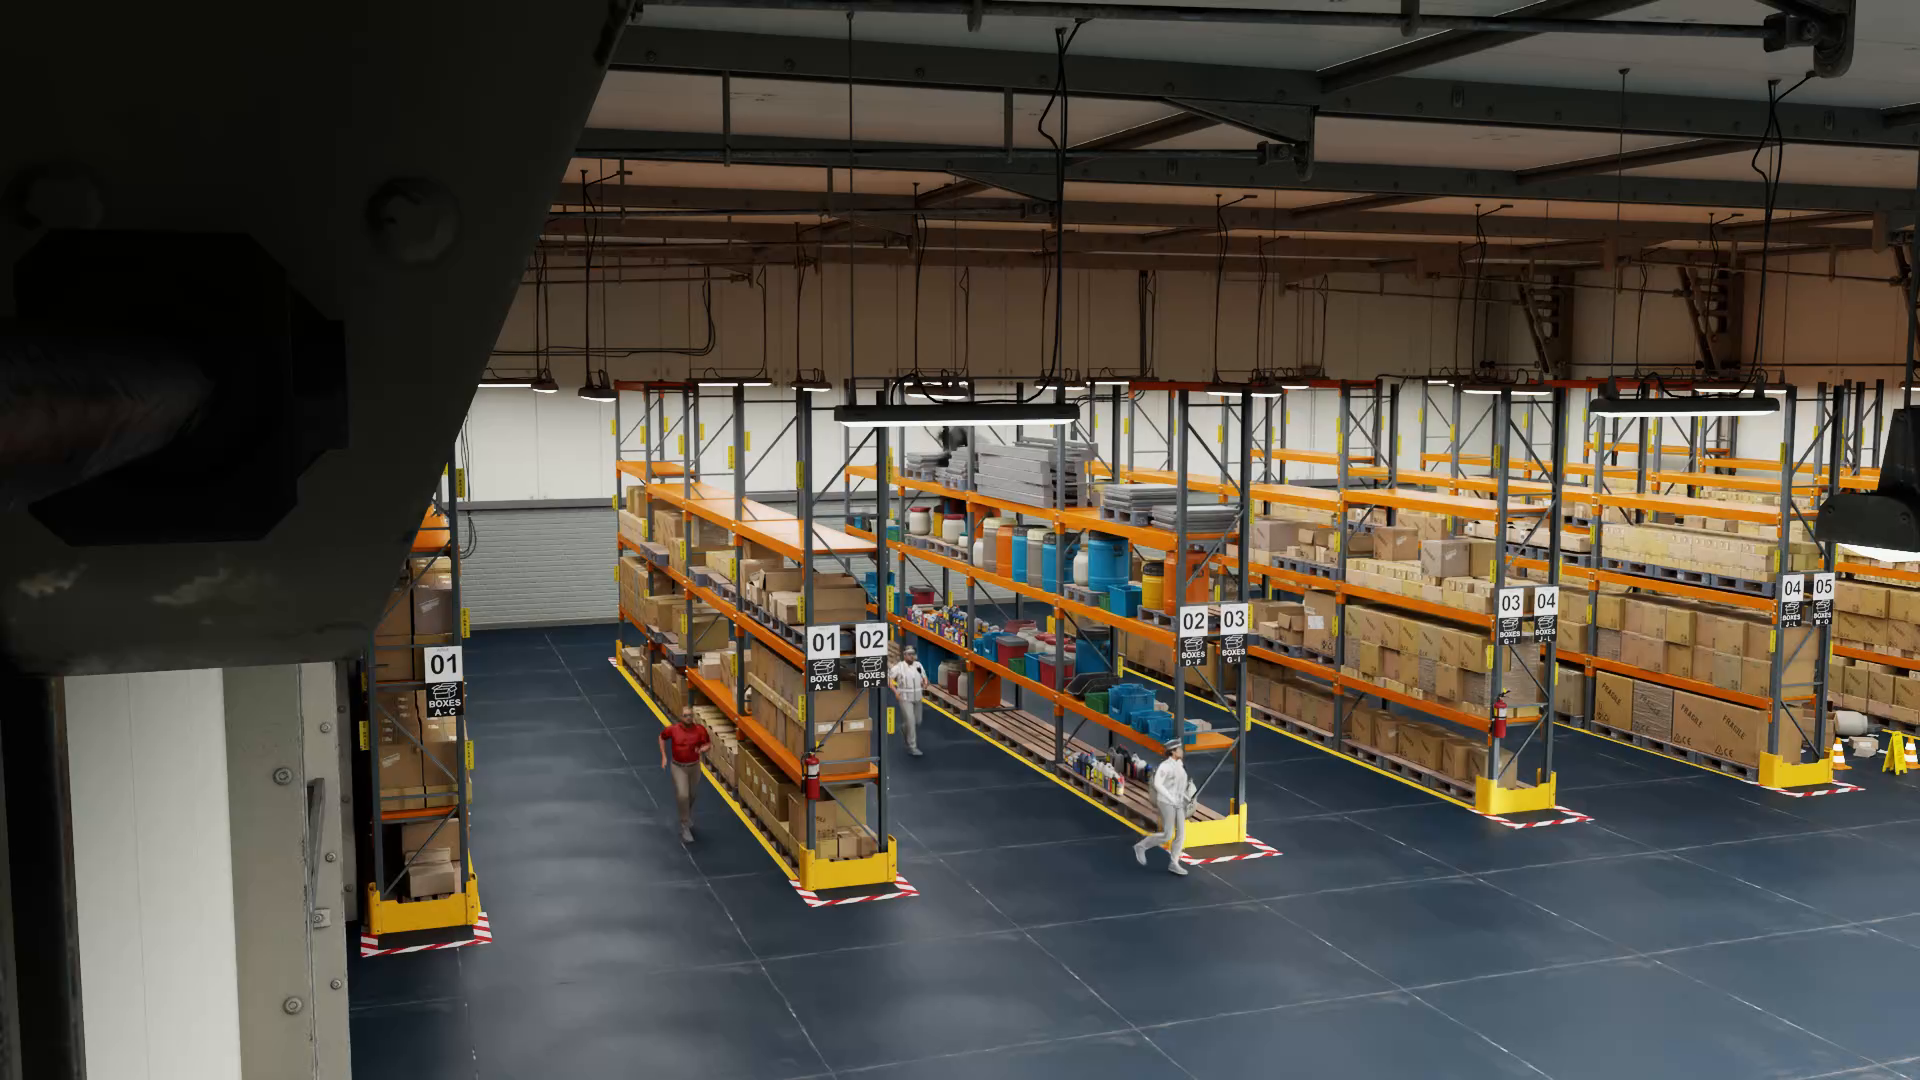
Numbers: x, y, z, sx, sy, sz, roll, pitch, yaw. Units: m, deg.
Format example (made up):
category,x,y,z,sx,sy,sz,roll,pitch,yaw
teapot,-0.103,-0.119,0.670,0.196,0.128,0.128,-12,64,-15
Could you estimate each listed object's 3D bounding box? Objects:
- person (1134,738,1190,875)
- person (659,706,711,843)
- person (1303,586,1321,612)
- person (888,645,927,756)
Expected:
category,x,y,z,sx,sy,sz,roll,pitch,yaw
person,2.636,3.303,20.914,0.728,1.651,0.678,4,7,33
person,-3.677,3.110,22.360,0.634,1.789,0.893,-3,7,-25
person,7.483,1.812,34.740,0.737,1.729,0.660,-2,6,-20
person,-0.830,2.579,27.163,0.674,1.753,0.920,-3,7,-30
